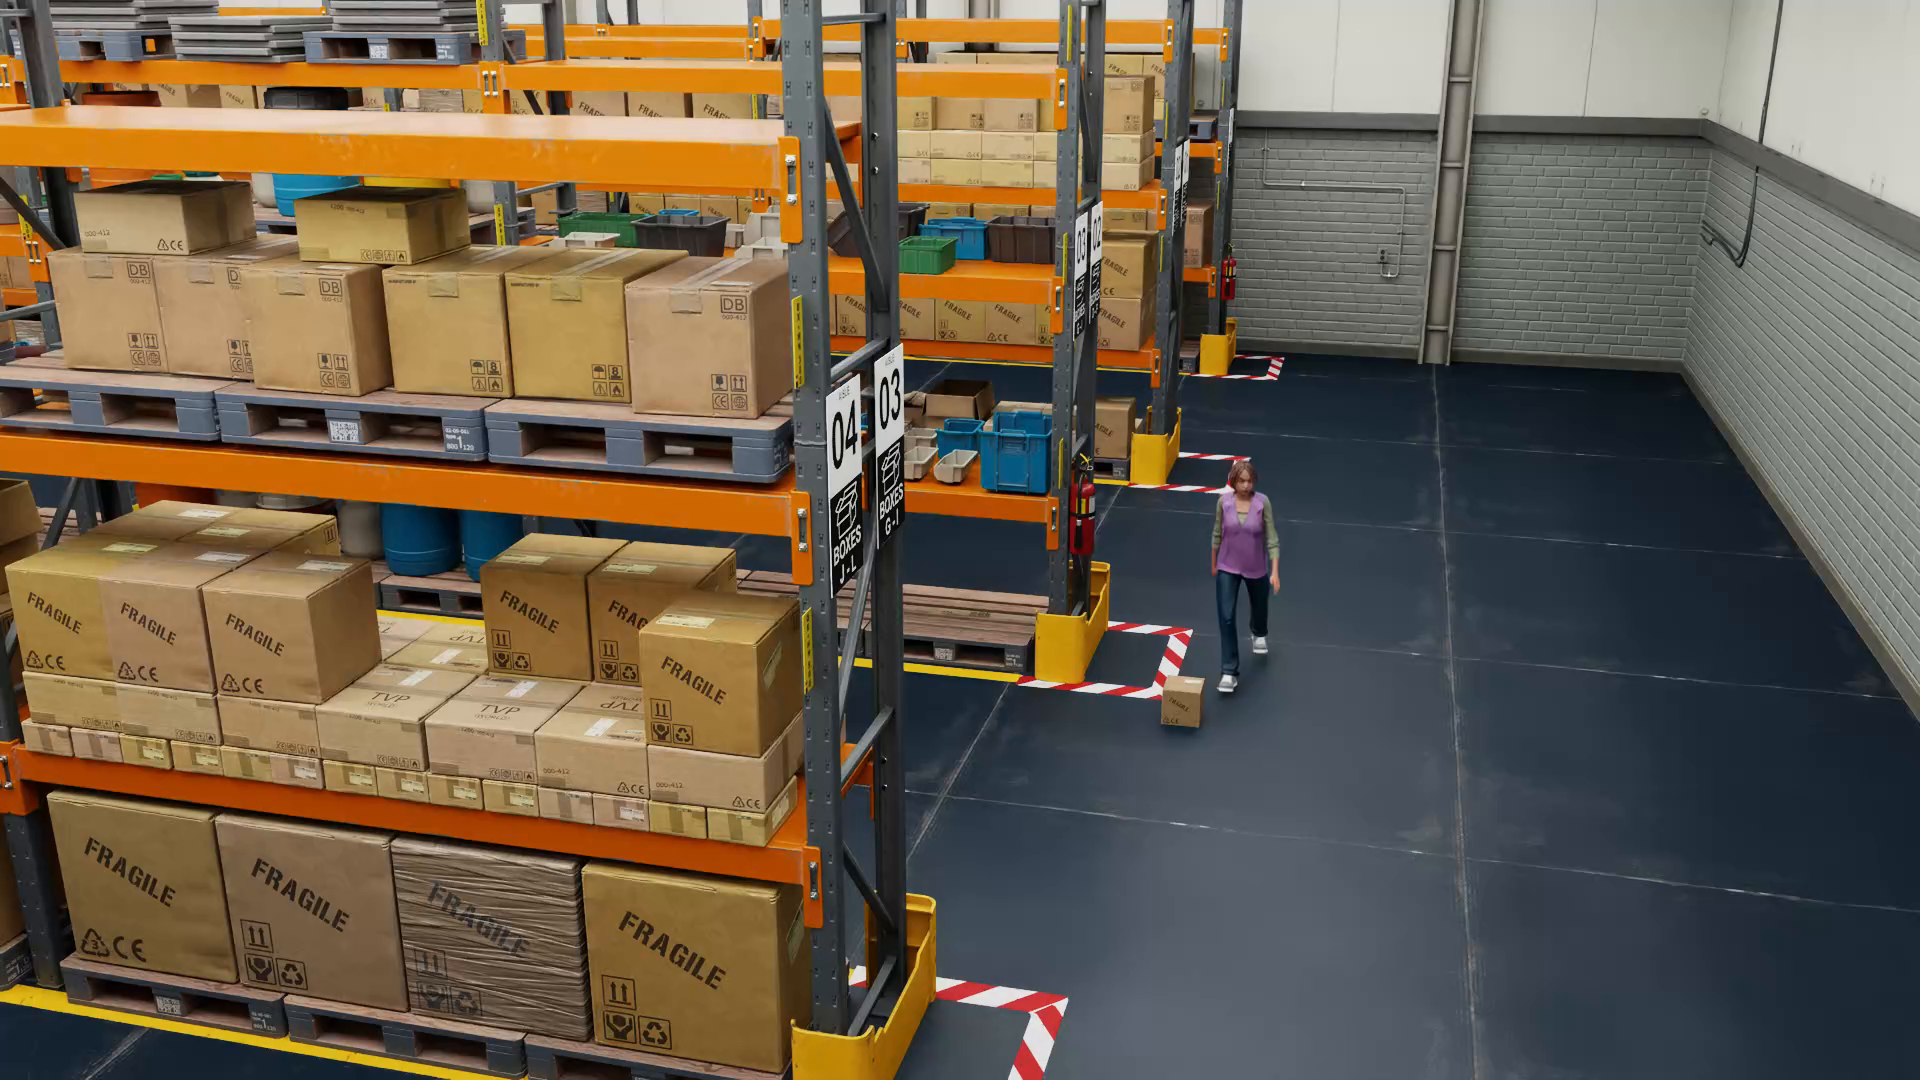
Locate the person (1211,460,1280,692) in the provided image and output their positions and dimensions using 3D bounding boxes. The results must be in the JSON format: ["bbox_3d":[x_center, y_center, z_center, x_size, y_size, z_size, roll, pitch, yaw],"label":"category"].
[{"bbox_3d":[1.971,0.194,11.467,0.489,1.550,0.921,4,19,12],"label":"person"}]
